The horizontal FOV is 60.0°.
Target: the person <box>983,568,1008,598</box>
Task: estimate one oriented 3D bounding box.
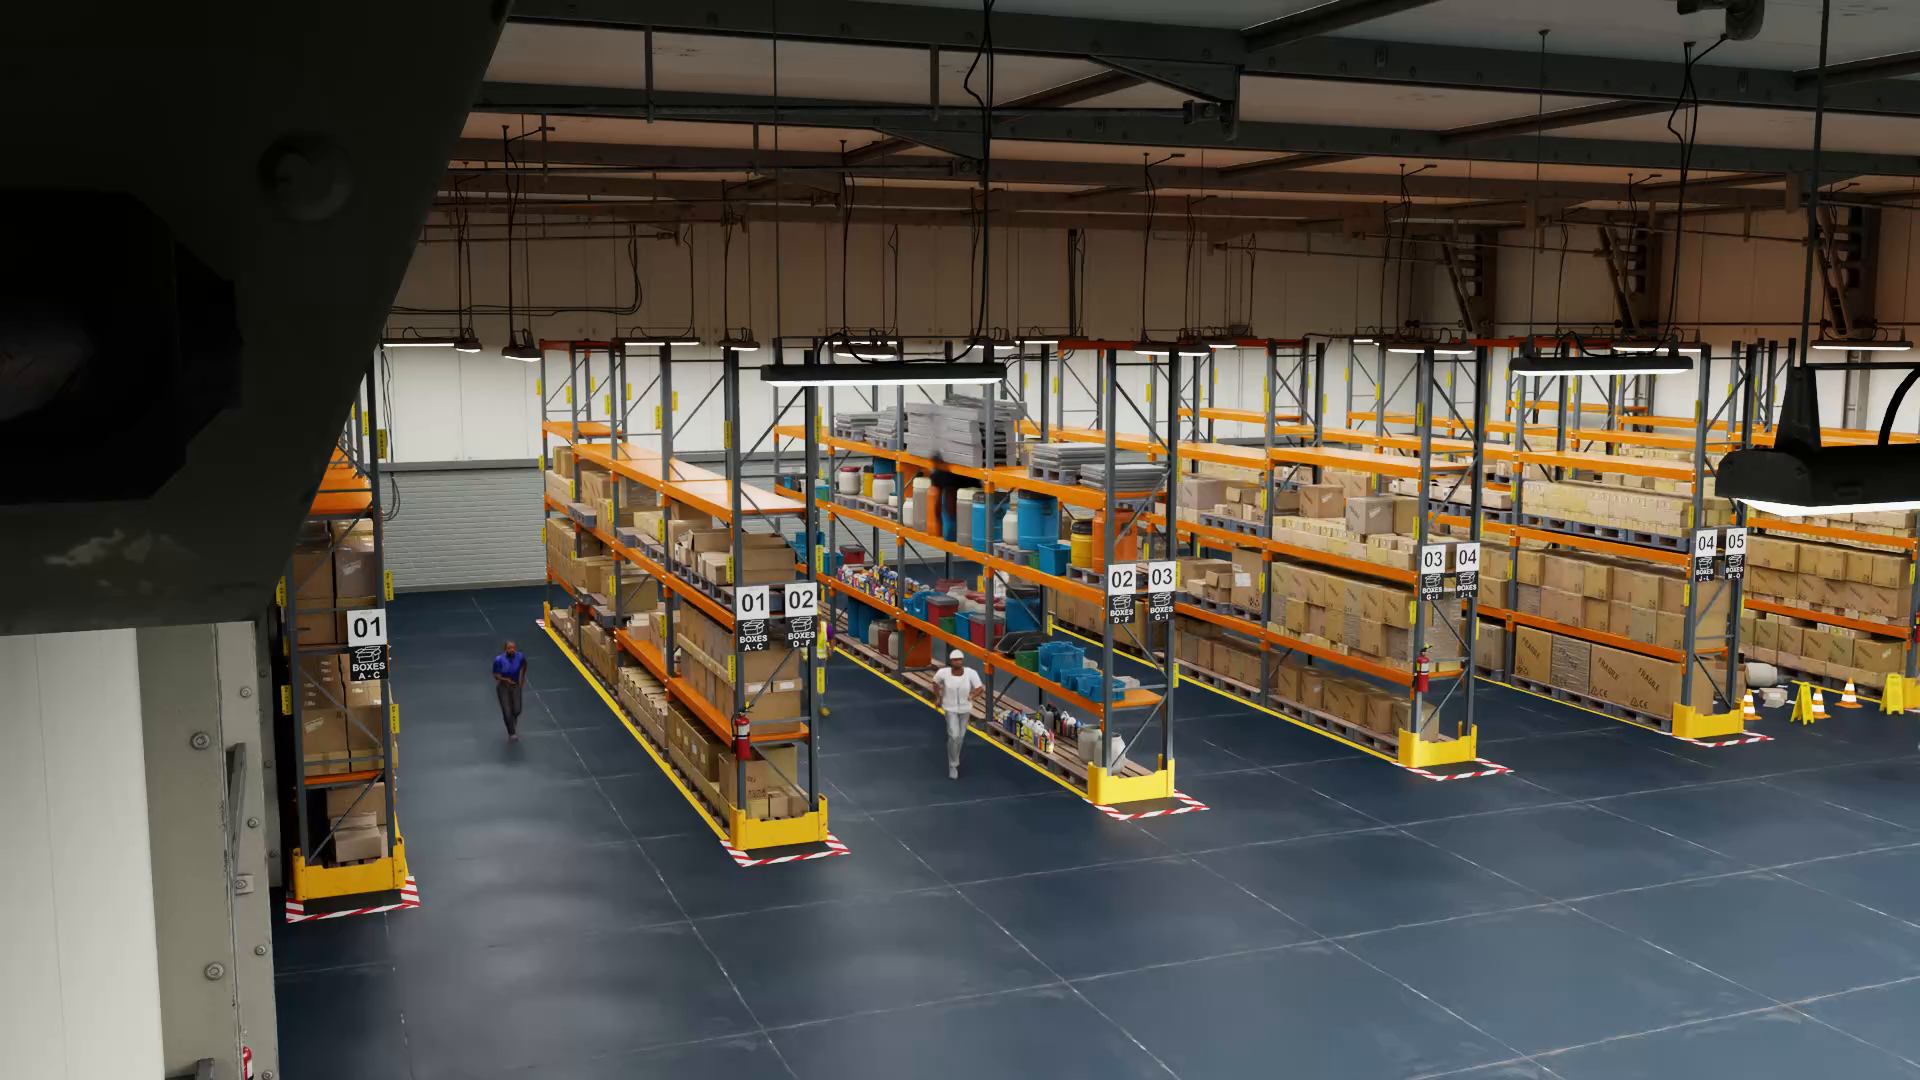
[{"bbox_3d":[0.768,0.700,32.883,0.686,0.902,0.687,-4,8,-27],"label":"person"}]

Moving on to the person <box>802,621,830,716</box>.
[{"bbox_3d":[-2.391,2.069,27.252,0.433,1.495,0.896,-3,8,-25],"label":"person"}]

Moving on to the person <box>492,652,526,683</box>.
[{"bbox_3d":[-6.824,1.923,25.203,0.523,0.516,0.351,-3,8,-23],"label":"person"}]

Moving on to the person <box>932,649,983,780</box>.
[{"bbox_3d":[-0.025,2.416,23.436,0.681,1.813,0.781,-1,8,-10],"label":"person"}]
